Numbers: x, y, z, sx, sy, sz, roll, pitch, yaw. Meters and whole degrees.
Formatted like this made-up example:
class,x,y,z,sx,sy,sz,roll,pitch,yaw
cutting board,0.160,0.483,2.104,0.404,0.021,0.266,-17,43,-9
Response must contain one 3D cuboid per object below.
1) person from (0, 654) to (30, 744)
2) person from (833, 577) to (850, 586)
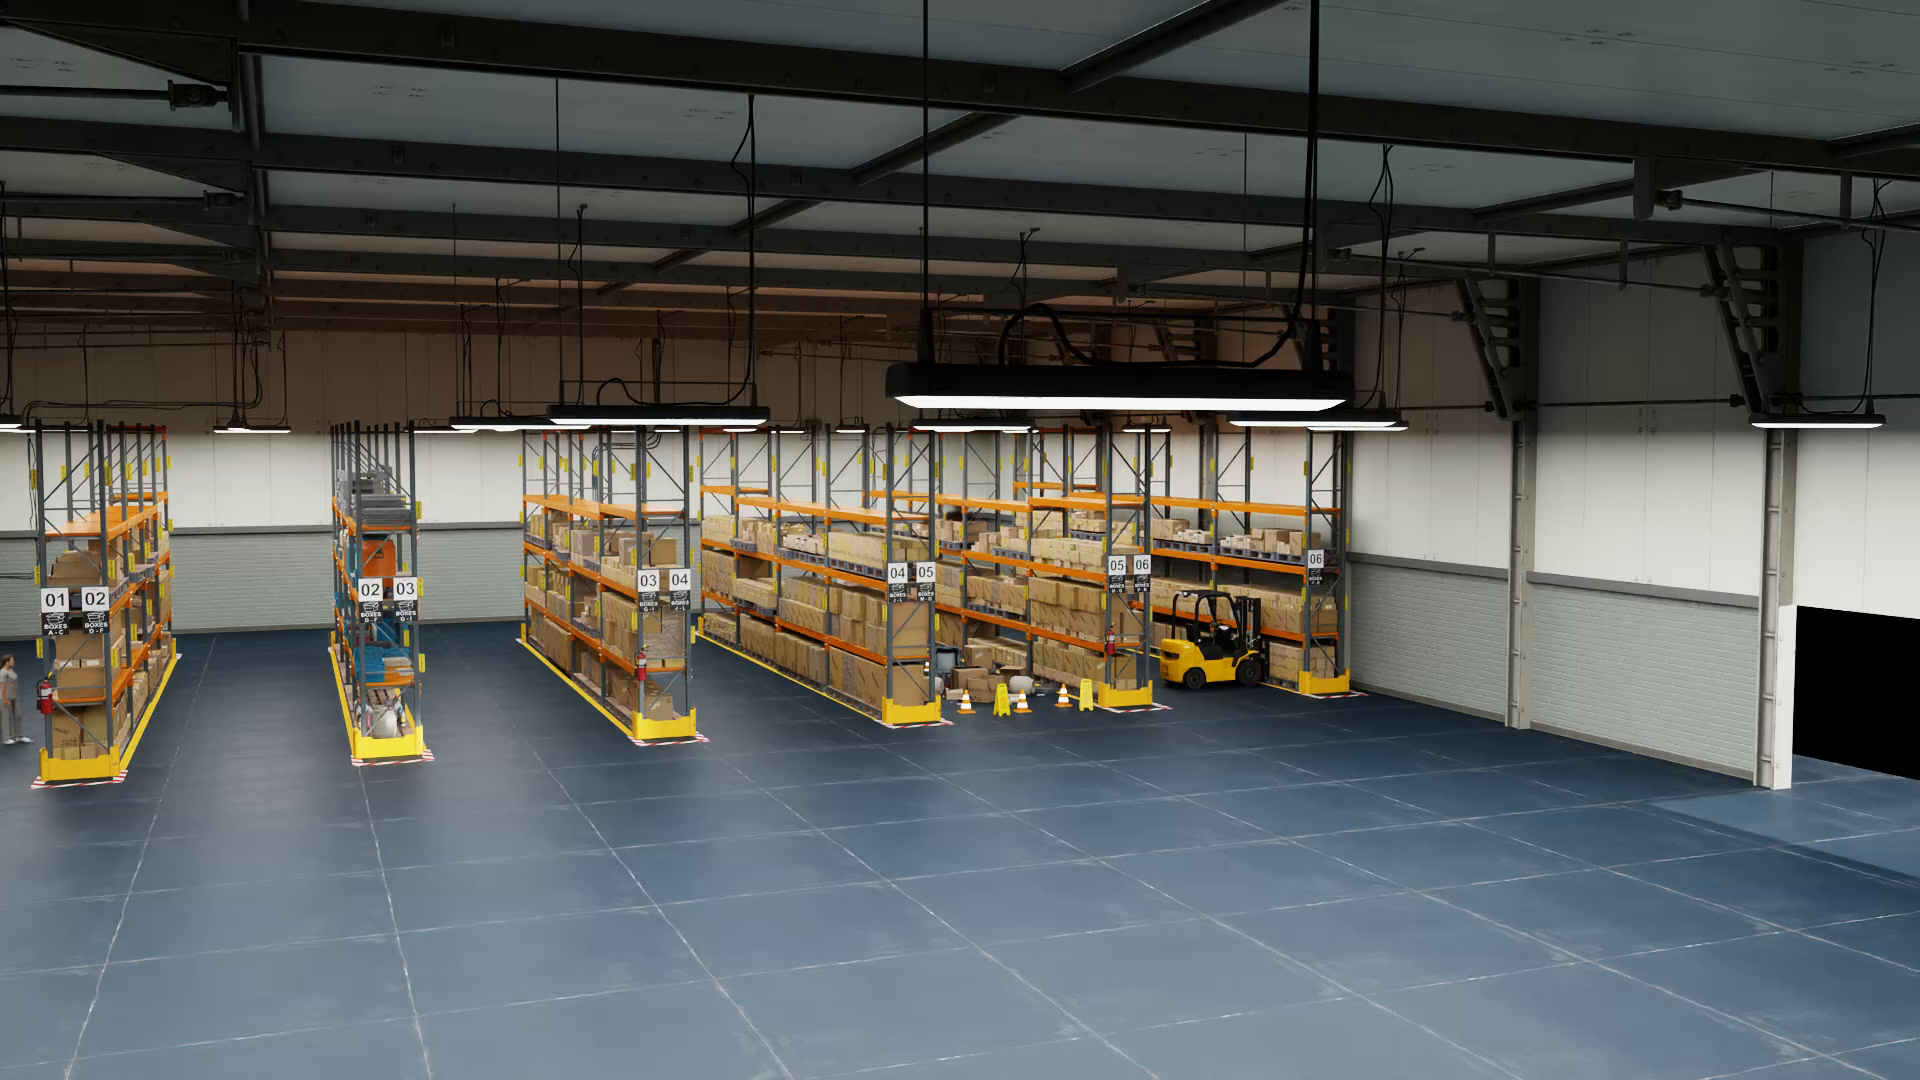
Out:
class,x,y,z,sx,sy,sz,roll,pitch,yaw
person,-17.668,2.968,30.983,0.416,1.657,0.497,1,4,8
person,-3.623,1.619,51.472,0.878,1.733,0.598,-3,4,-36
